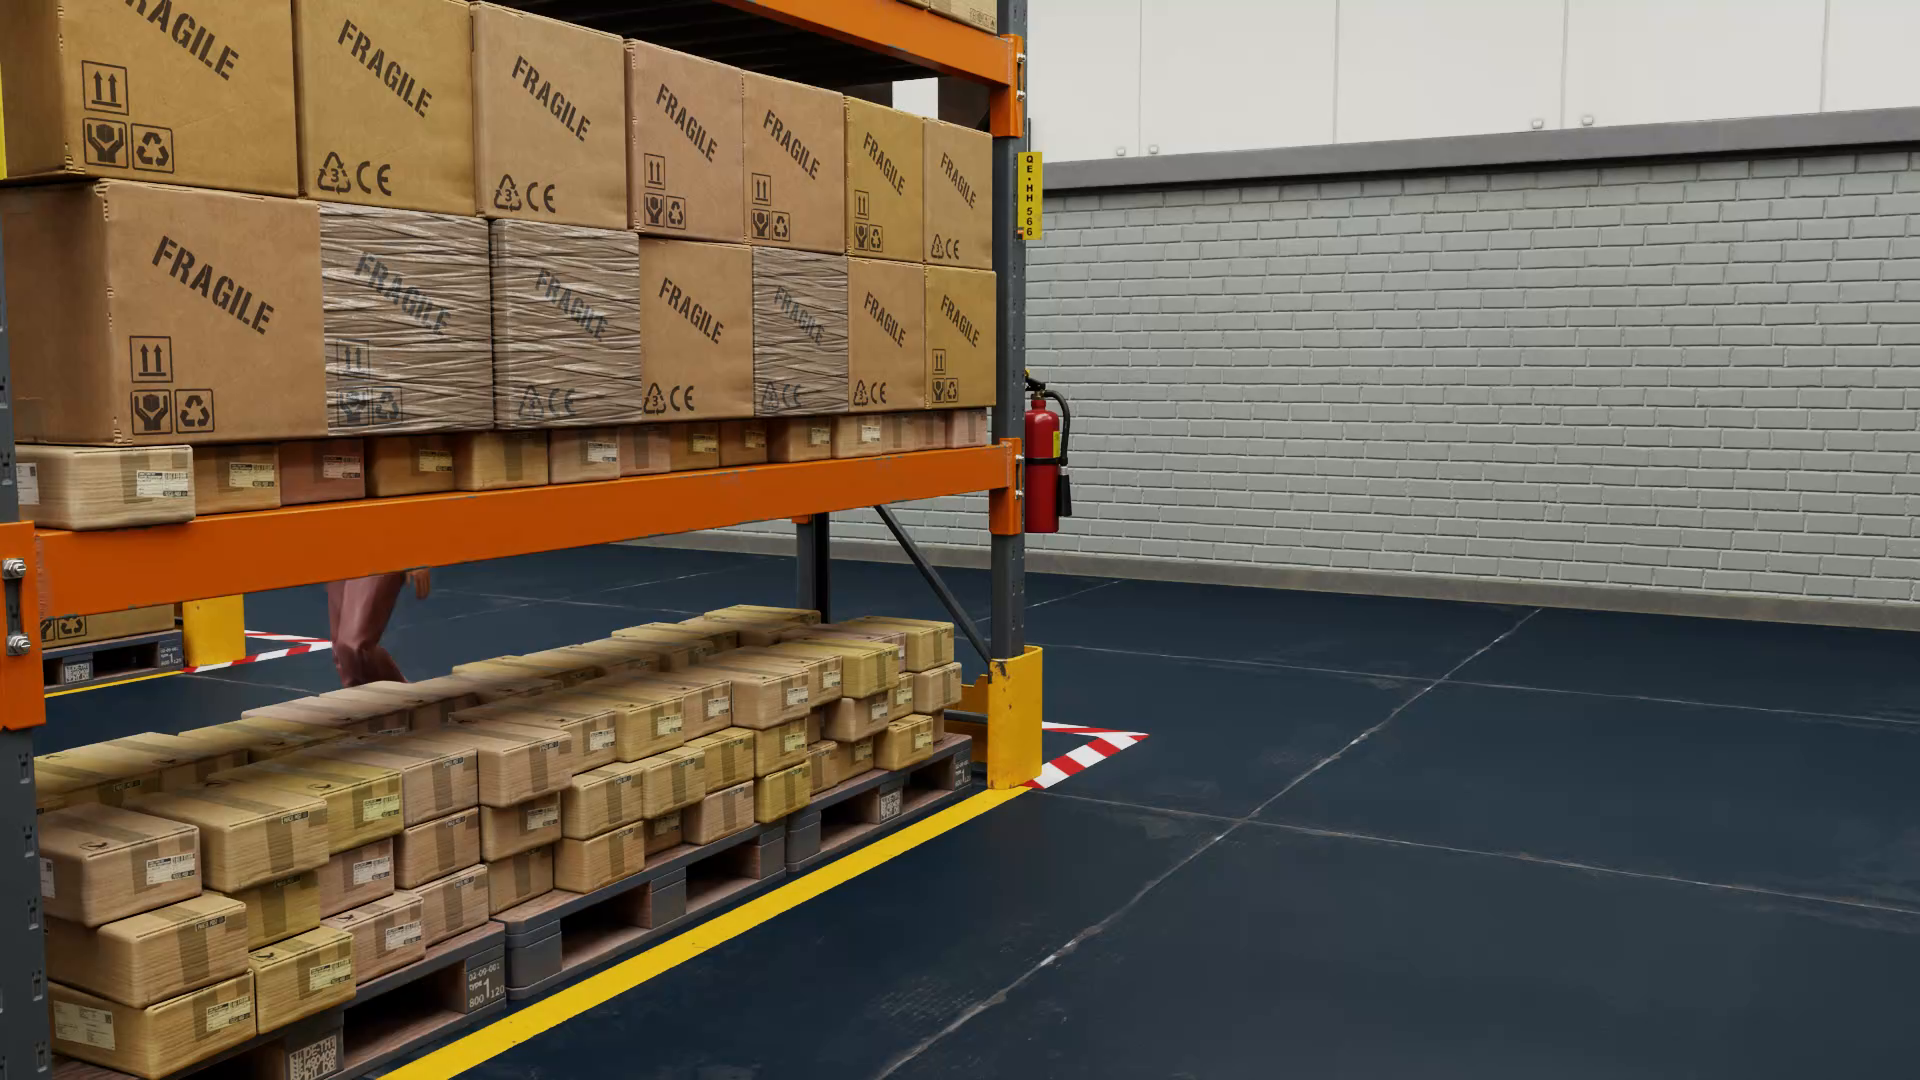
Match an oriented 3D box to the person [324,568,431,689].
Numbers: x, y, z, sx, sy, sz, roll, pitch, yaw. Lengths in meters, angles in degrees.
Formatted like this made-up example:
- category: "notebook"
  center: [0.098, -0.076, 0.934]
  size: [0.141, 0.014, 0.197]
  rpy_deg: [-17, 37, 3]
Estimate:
- category: "person"
  center: [-2.266, 0.084, 6.322]
  size: [0.463, 1.662, 0.477]
  rpy_deg: [3, 7, 28]
